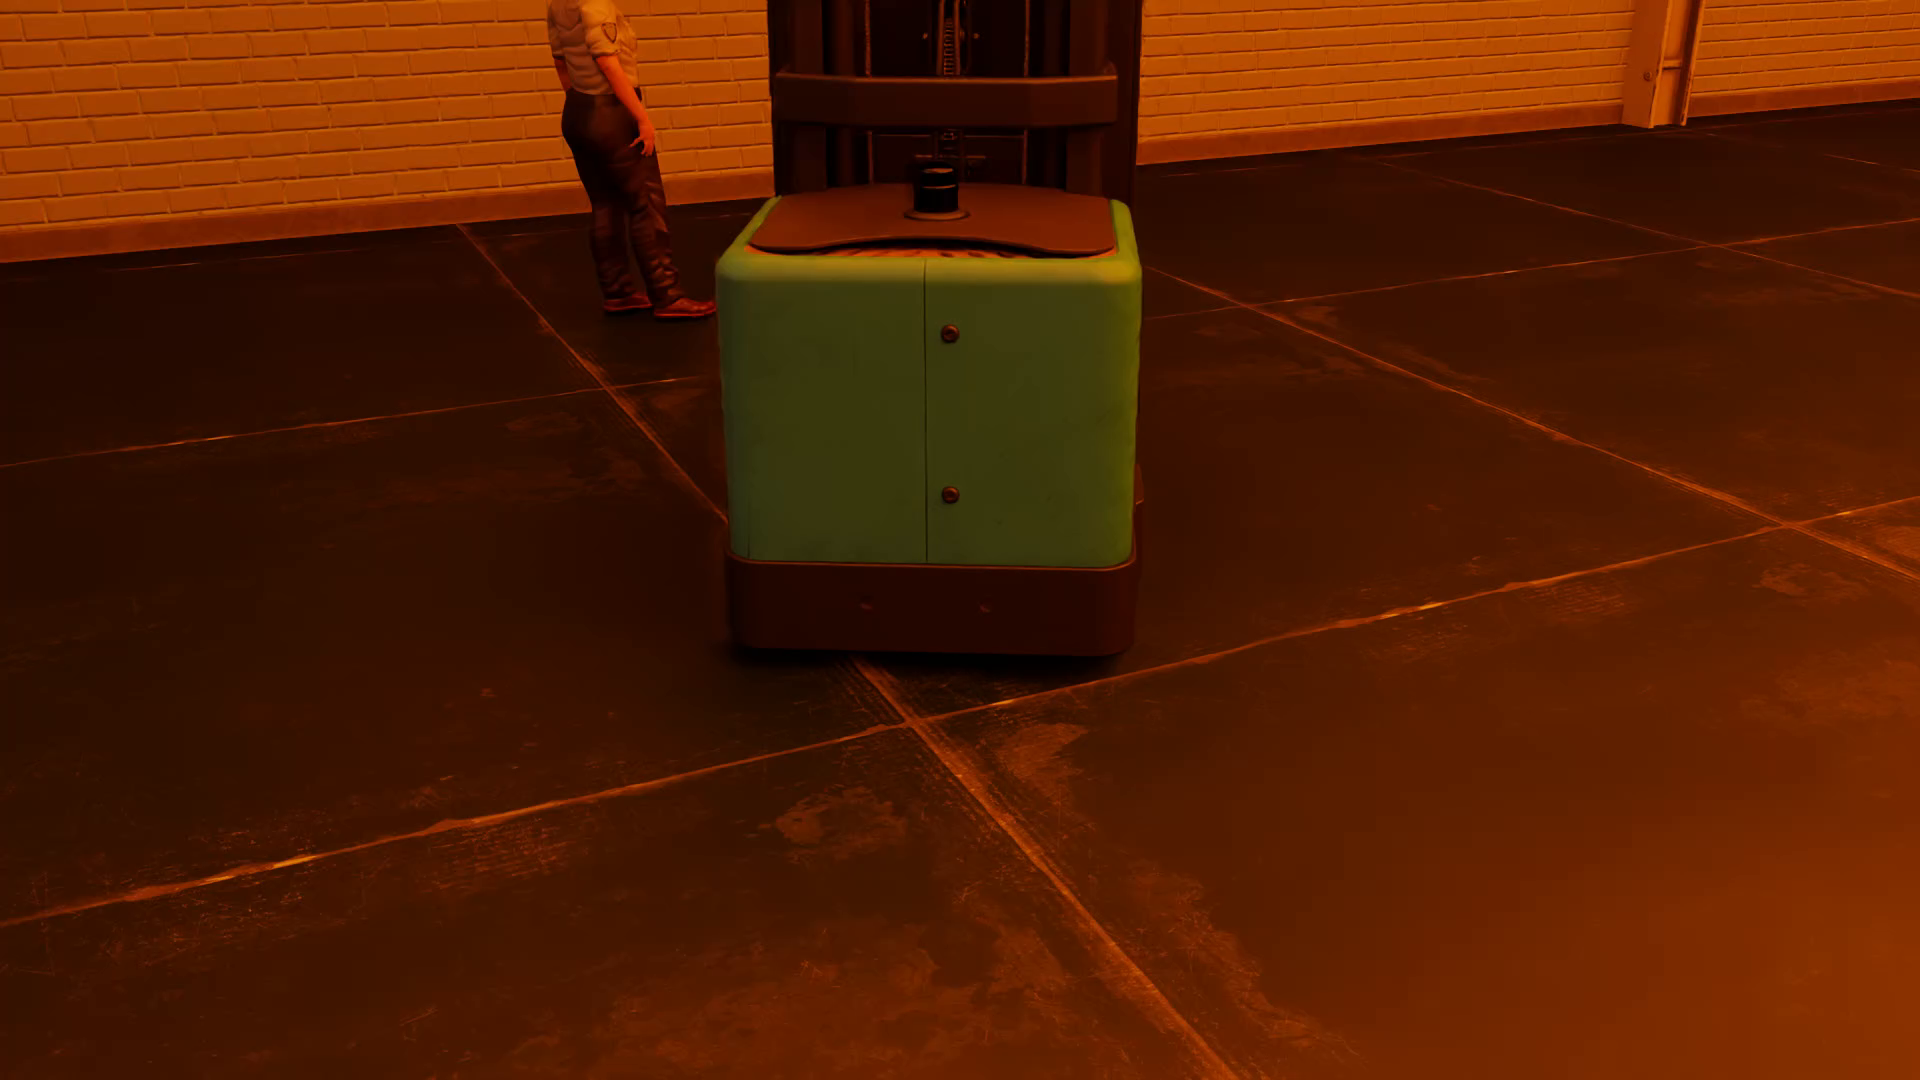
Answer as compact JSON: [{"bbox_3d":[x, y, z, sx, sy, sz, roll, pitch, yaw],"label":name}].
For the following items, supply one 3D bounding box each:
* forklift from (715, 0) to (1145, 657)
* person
[{"bbox_3d":[-0.002,-1.580,5.090,1.130,2.935,3.031,1,23,3],"label":"forklift"},{"bbox_3d":[-1.461,-1.813,7.307,0.504,1.650,0.596,-18,28,-36],"label":"person"}]
